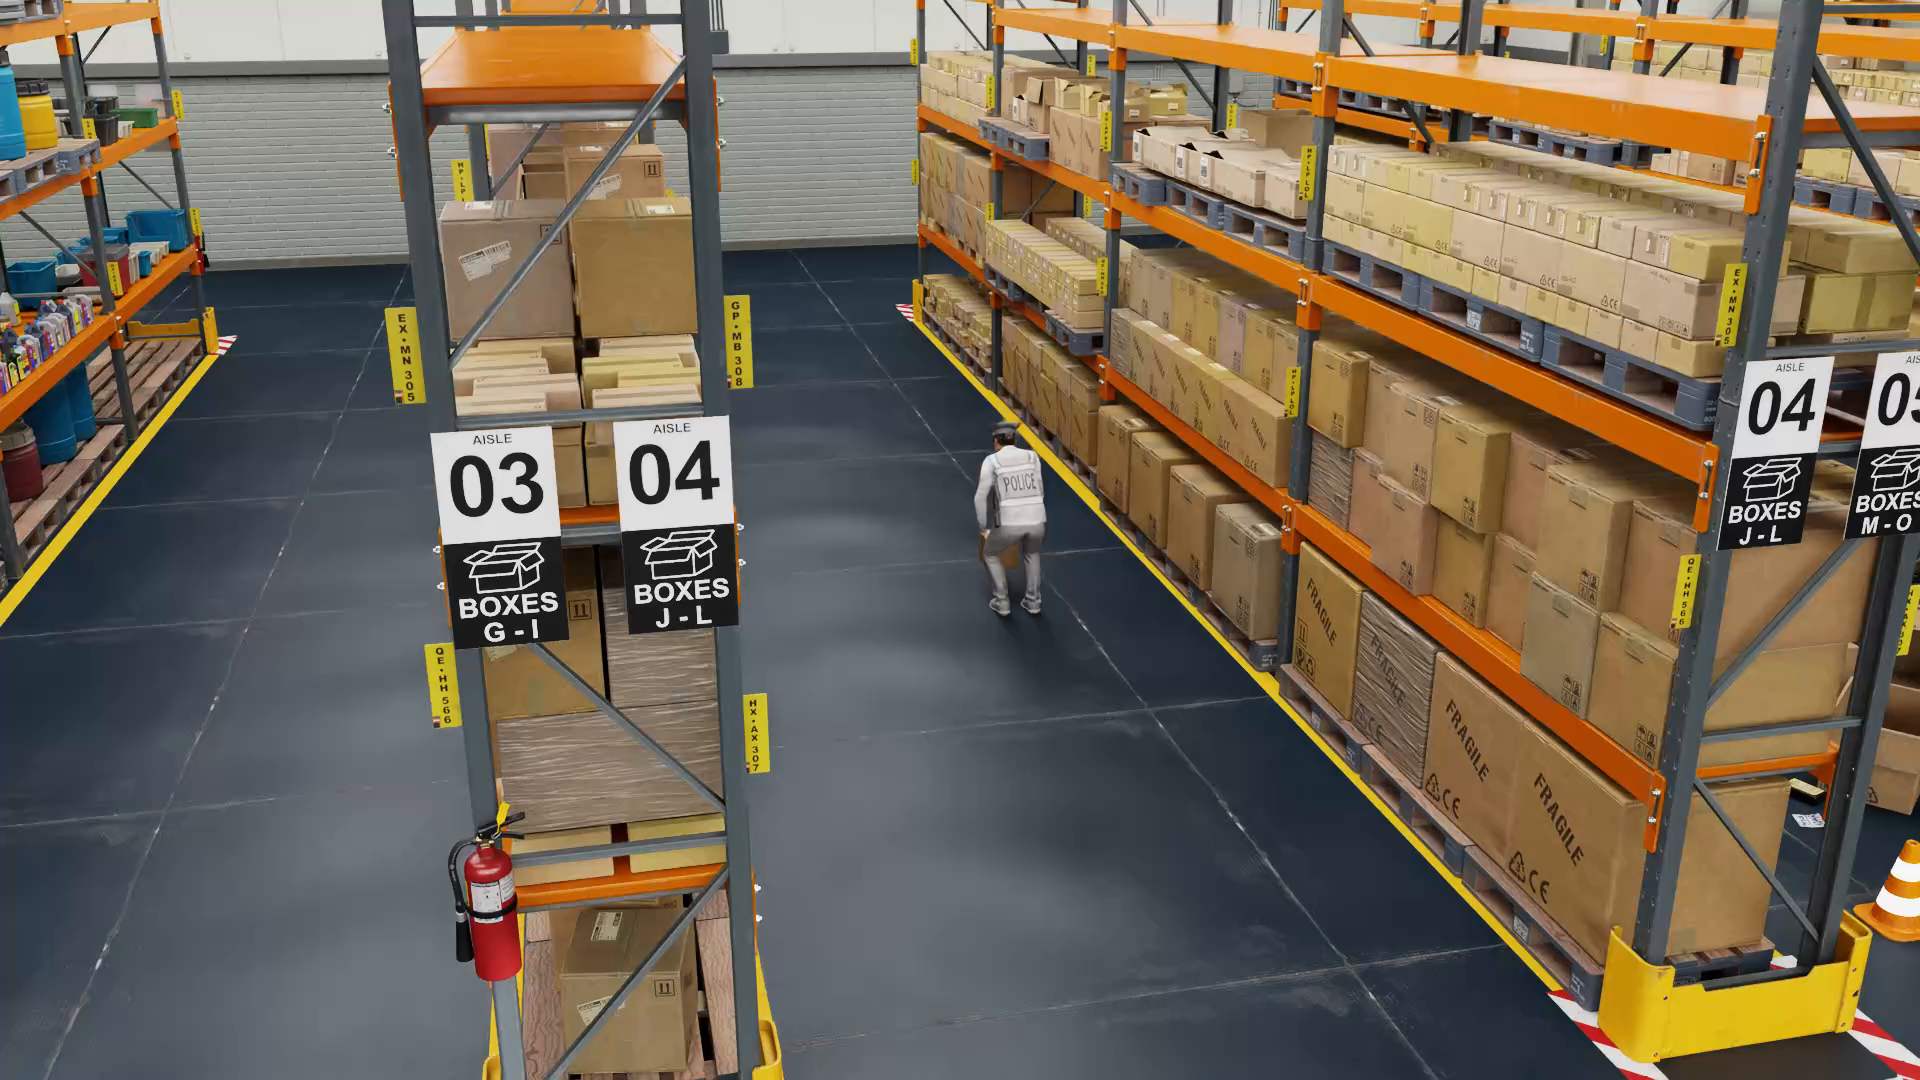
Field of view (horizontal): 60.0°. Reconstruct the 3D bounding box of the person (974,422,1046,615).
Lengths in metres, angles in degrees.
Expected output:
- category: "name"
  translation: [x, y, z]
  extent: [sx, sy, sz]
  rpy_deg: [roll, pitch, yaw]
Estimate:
- category: "person"
  translation: [0.375, -0.153, 12.359]
  extent: [0.534, 1.430, 0.673]
  rpy_deg: [-4, 20, -12]
